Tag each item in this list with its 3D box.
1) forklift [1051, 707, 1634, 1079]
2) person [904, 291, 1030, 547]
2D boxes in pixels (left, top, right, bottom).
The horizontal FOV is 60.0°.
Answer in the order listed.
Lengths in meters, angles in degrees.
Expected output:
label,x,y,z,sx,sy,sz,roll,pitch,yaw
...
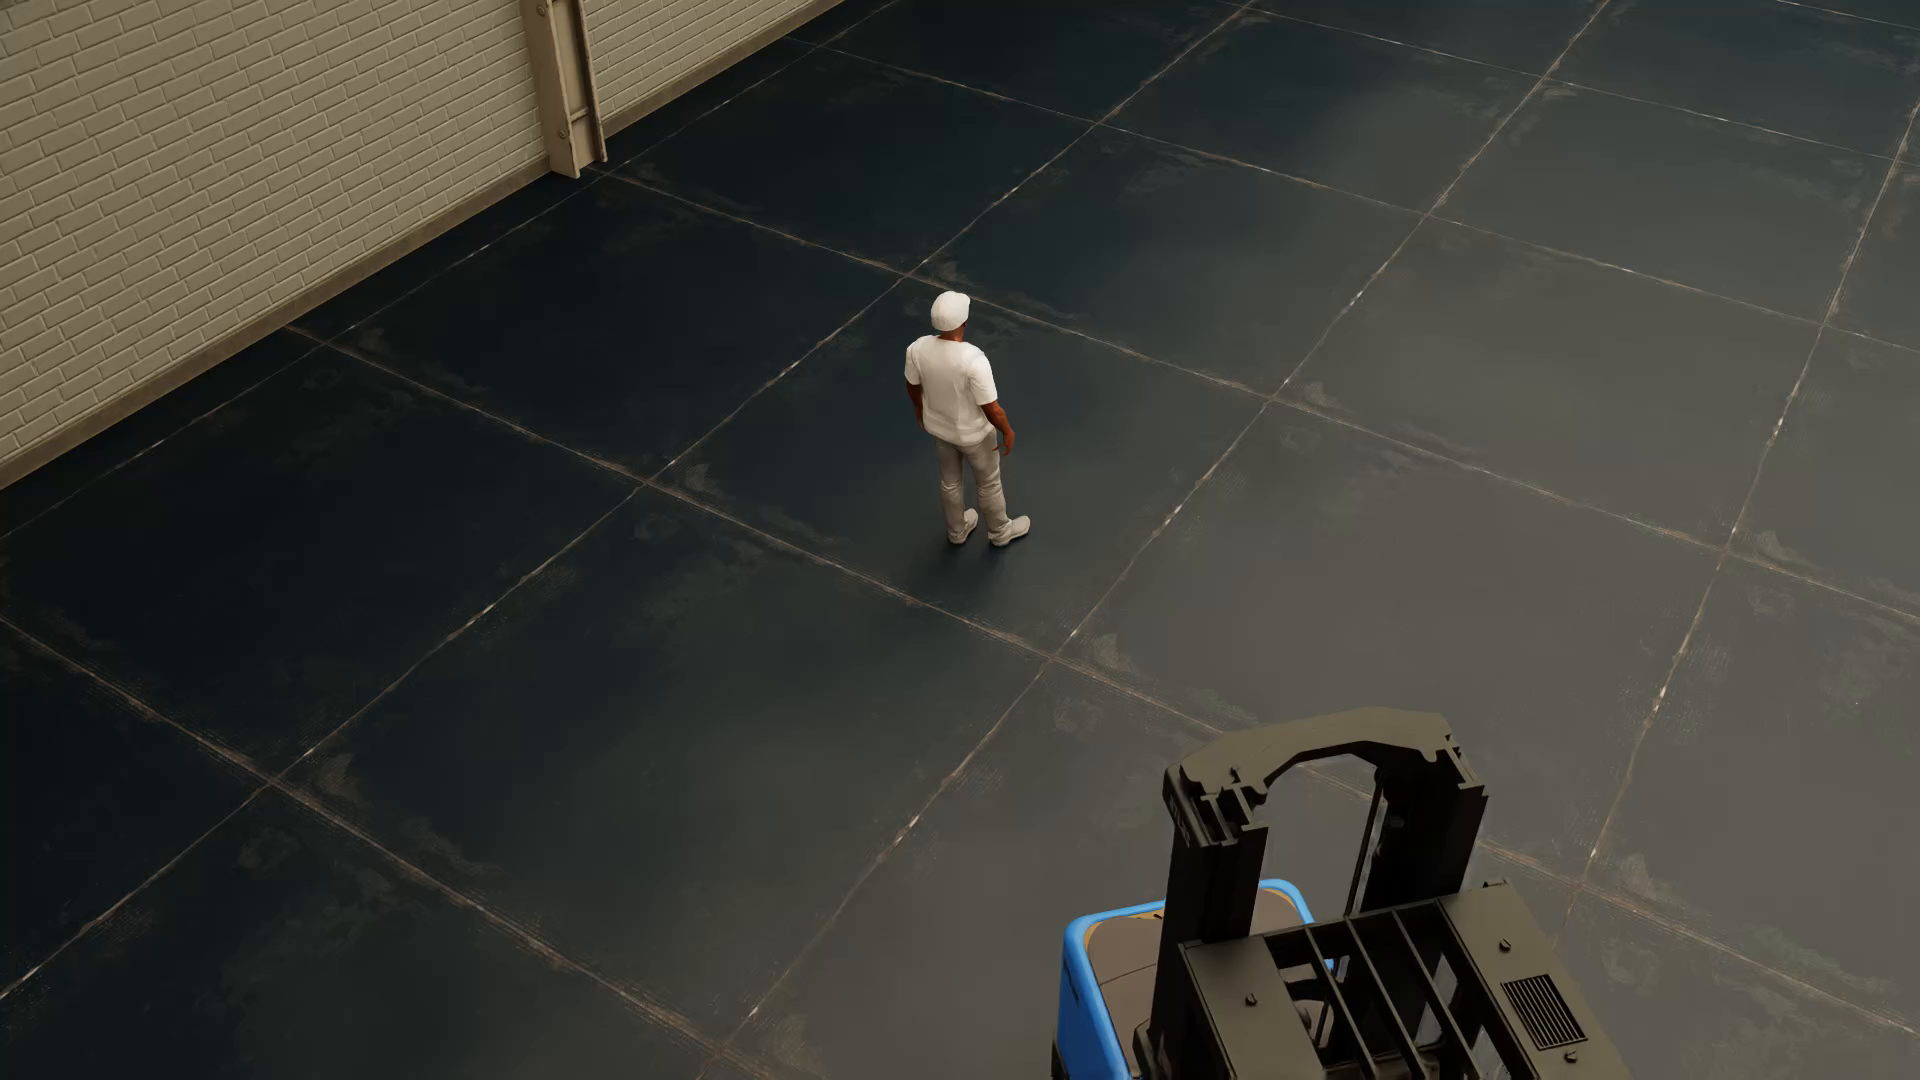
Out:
label,x,y,z,sx,sy,sz,roll,pitch,yaw
forklift,1.246,2.098,5.491,1.130,2.935,3.031,-9,41,-10
person,0.042,-0.716,9.701,0.665,1.768,0.575,22,45,24
